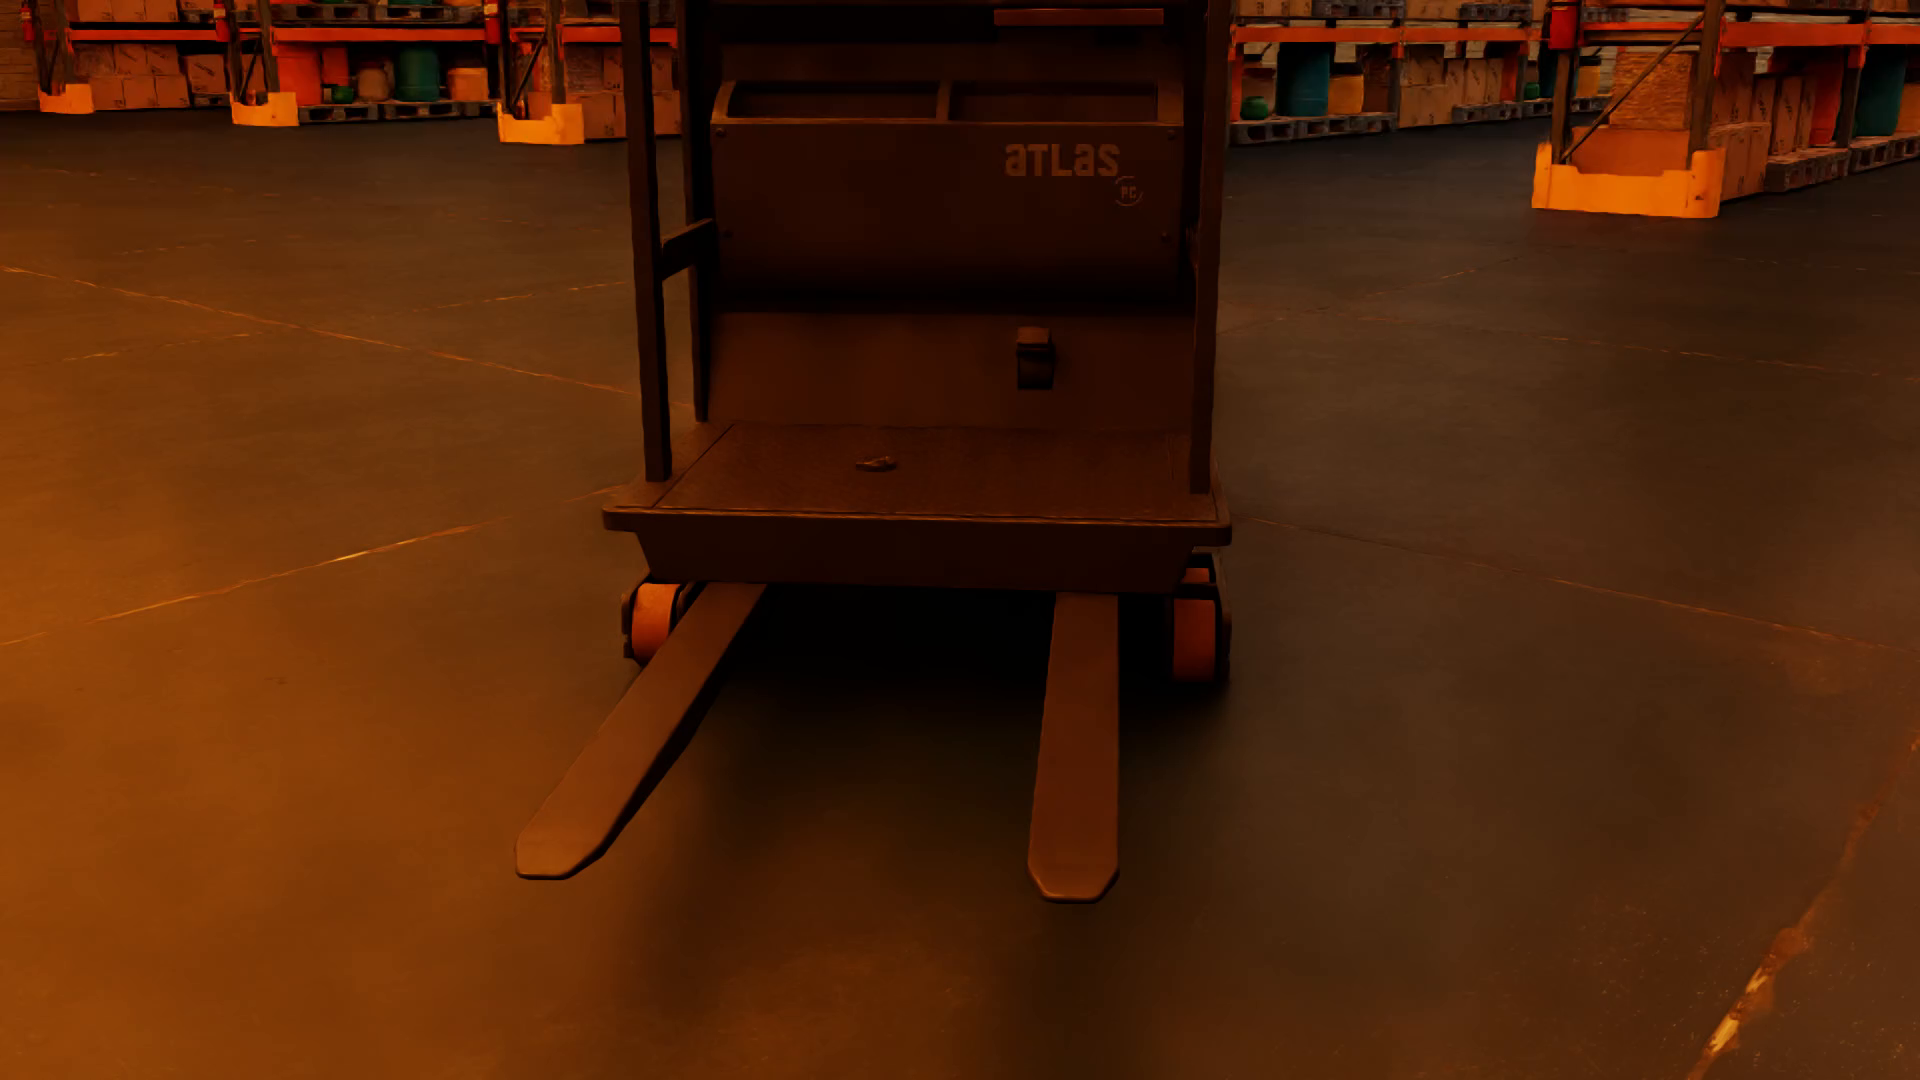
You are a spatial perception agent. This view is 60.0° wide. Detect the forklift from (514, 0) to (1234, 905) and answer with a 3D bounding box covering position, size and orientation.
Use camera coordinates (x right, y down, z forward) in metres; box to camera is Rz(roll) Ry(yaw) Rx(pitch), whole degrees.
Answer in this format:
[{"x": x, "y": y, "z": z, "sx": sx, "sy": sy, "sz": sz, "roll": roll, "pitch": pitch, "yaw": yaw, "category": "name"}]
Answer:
[{"x": -0.041, "y": -1.235, "z": 2.964, "sx": 1.130, "sy": 2.935, "sz": 3.031, "roll": 2, "pitch": 17, "yaw": 5, "category": "forklift"}]
